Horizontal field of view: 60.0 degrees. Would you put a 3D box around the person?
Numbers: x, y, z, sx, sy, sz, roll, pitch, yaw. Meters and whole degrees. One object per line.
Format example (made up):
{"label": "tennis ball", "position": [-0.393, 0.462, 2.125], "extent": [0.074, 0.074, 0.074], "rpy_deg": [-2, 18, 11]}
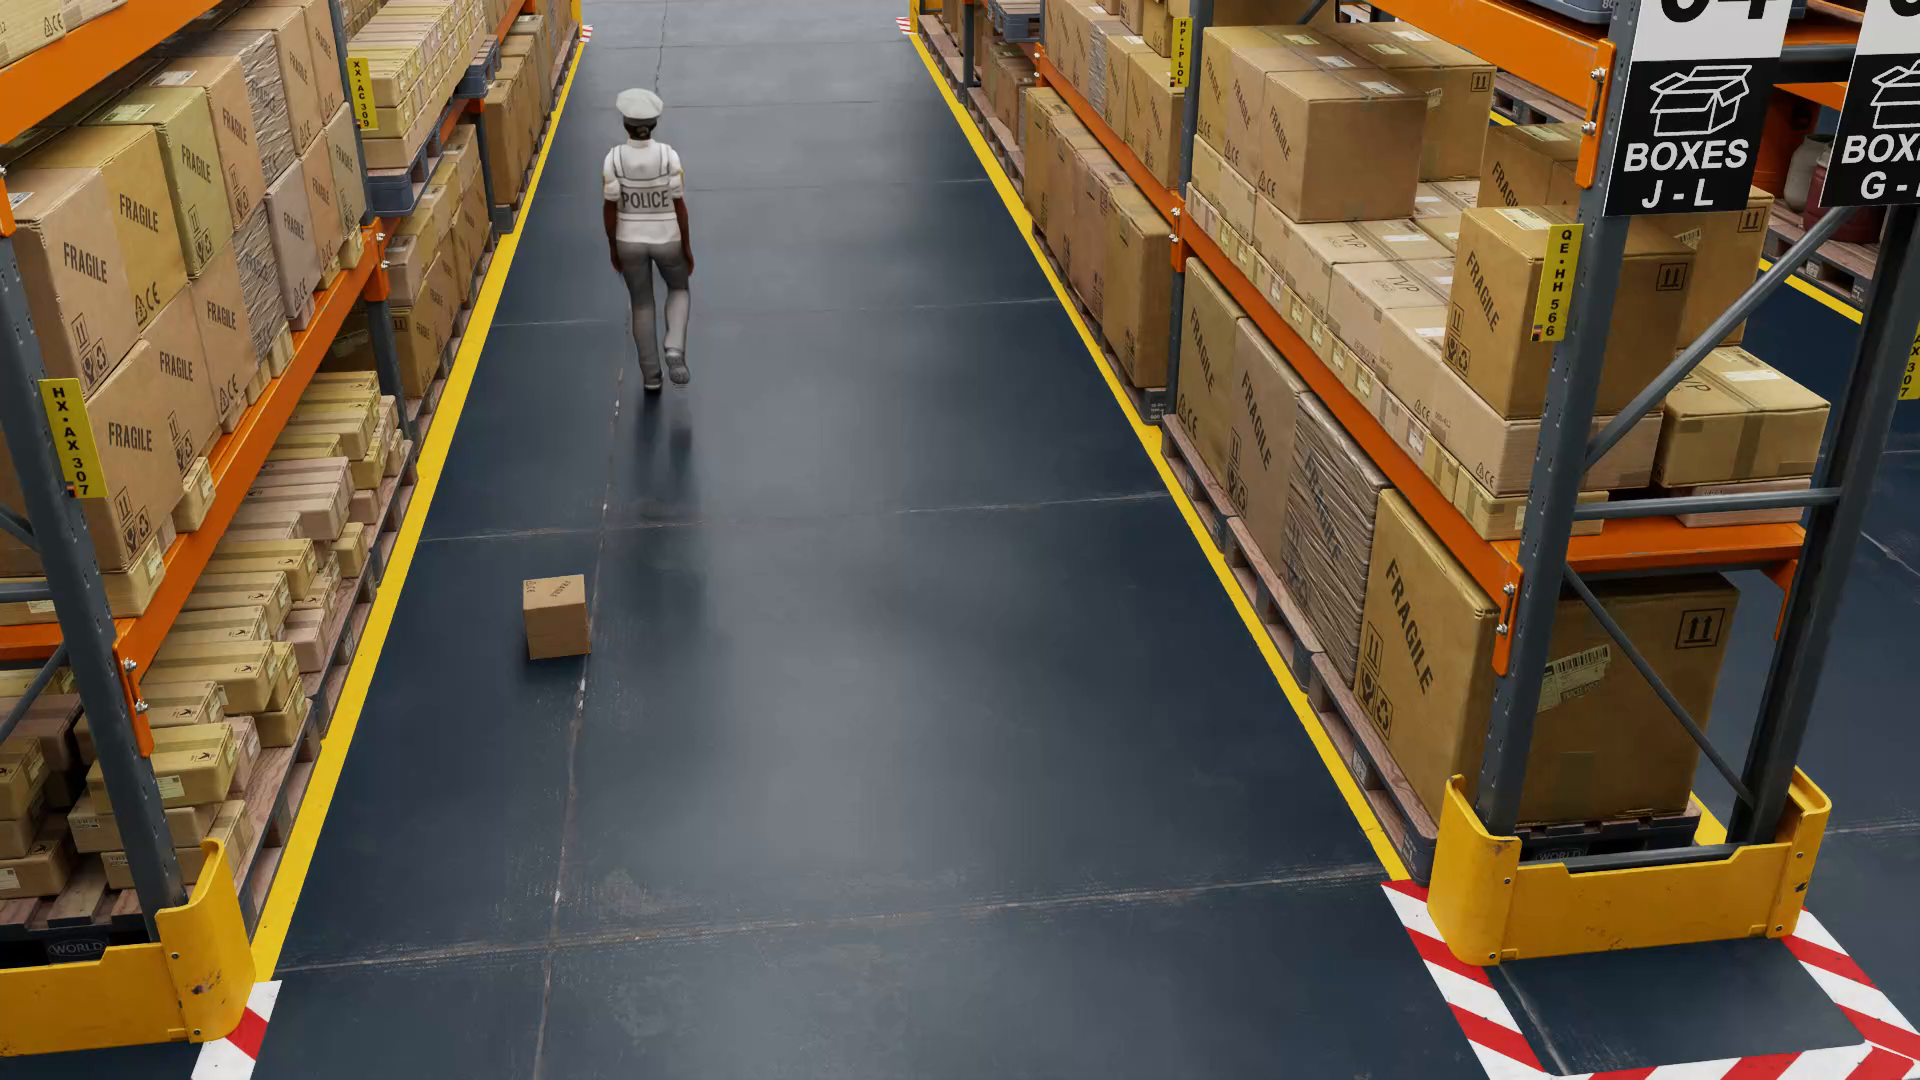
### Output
{"label": "person", "position": [-1.729, -1.665, 9.266], "extent": [0.470, 1.680, 0.443], "rpy_deg": [-4, 28, -8]}
